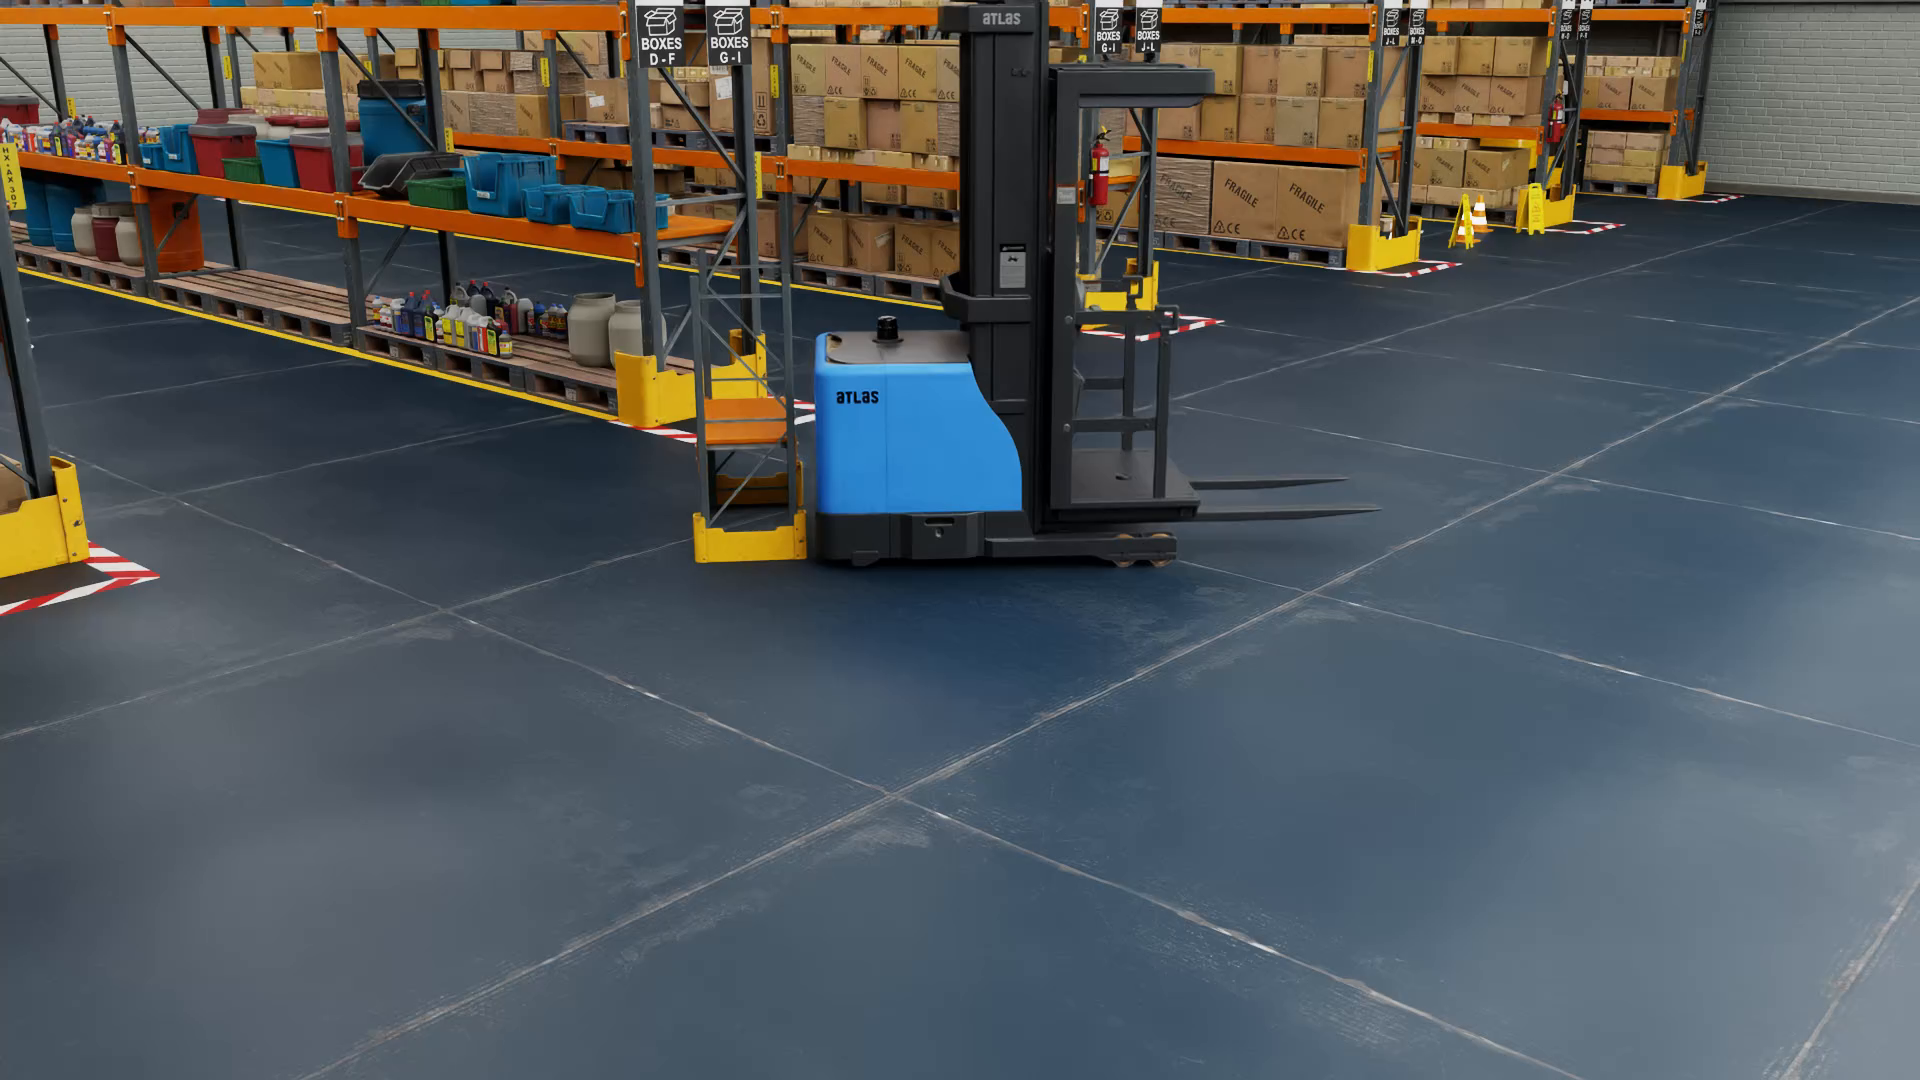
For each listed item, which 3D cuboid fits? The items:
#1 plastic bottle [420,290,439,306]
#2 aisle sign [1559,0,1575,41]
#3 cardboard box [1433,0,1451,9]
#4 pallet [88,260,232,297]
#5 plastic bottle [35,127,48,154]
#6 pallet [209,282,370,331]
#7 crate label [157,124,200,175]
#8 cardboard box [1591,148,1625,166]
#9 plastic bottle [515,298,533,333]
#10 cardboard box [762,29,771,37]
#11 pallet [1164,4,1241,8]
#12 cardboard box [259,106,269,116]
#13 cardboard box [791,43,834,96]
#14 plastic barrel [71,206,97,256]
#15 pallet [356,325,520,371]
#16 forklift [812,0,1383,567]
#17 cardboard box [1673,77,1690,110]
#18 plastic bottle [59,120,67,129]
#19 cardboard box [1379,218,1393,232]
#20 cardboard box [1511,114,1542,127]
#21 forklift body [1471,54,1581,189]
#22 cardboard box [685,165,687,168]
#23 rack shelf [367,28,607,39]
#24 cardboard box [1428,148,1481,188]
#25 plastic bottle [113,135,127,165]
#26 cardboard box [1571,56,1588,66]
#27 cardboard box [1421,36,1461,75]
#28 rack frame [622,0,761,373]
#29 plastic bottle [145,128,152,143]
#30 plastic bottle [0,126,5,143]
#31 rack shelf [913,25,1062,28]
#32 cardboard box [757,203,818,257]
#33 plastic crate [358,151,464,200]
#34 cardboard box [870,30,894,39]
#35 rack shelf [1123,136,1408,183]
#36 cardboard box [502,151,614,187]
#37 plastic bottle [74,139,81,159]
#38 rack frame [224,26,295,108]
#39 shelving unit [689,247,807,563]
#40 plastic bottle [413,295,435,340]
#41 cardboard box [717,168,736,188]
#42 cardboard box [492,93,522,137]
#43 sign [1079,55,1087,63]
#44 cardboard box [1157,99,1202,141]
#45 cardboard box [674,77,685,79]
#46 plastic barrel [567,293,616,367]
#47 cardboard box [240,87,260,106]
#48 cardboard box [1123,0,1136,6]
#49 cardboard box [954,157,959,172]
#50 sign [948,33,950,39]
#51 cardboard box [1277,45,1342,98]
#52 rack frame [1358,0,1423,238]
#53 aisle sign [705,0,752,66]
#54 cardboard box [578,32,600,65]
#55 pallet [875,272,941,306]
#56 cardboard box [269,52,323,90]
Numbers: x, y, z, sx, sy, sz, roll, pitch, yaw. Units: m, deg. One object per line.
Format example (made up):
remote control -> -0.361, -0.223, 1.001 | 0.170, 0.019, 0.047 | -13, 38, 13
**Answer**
plastic bottle -> -4.402, -1.891, 13.762 | 0.185, 0.351, 0.144 | 15, 23, 39
aisle sign -> 7.885, -6.887, 21.558 | 0.004, 0.787, 0.394 | 15, 23, 39
cardboard box -> 6.639, -7.308, 22.637 | 0.250, 0.149, 0.380 | 14, 22, 38
pallet -> -8.436, -2.790, 17.553 | 1.213, 0.211, 1.003 | 15, 23, 39
plastic bottle -> -9.851, -4.302, 17.915 | 0.135, 0.276, 0.152 | 15, 23, 39
pallet -> -6.356, -2.232, 15.794 | 1.213, 0.211, 1.003 | 15, 23, 39
crate label -> -7.255, -3.726, 15.836 | 0.616, 0.435, 0.502 | 15, 23, 39
cardboard box -> 10.383, -6.108, 26.425 | 0.500, 0.250, 0.500 | 15, 23, 39
plastic bottle -> -3.649, -1.877, 13.844 | 0.135, 0.276, 0.152 | 16, 23, 40
cardboard box -> -3.493, -9.524, 31.272 | 0.250, 0.149, 0.380 | 16, 24, 41
pallet -> 3.870, -8.225, 25.423 | 1.003, 0.211, 1.213 | 15, 23, 39
cardboard box -> -10.083, -6.329, 24.510 | 0.250, 0.149, 0.380 | 14, 23, 38
cardboard box -> -1.371, -4.806, 16.985 | 0.500, 0.500, 0.500 | 15, 23, 39
plastic barrel -> -9.522, -3.399, 18.281 | 0.421, 0.512, 0.421 | 0, 18, 0
pallet -> -4.352, -1.693, 14.099 | 1.213, 0.211, 1.003 | 15, 23, 39
forklift -> 0.731, -1.418, 8.734 | 3.031, 2.935, 1.130 | -1, 18, -4
cardboard box -> 11.137, -7.060, 26.234 | 0.500, 0.500, 0.500 | 16, 24, 41
plastic bottle -> -10.301, -4.708, 19.193 | 0.135, 0.276, 0.152 | 15, 23, 39
cardboard box -> 5.710, -4.174, 22.017 | 0.380, 0.149, 0.250 | -6, 18, -18
cardboard box -> 7.609, -5.633, 22.319 | 0.250, 0.149, 0.380 | 16, 24, 41
forklift body -> 8.694, -6.414, 25.765 | 1.214, 2.155, 2.313 | 15, 23, 39
cardboard box -> -4.462, -6.154, 27.072 | 0.250, 0.149, 0.380 | 15, 23, 40
rack shelf -> -6.026, -6.579, 21.114 | 4.000, 0.370, 1.077 | 15, 23, 39
cardboard box -> 6.866, -5.179, 23.084 | 0.500, 0.500, 0.500 | 16, 24, 41
plastic bottle -> -8.404, -3.899, 16.632 | 0.133, 0.283, 0.061 | 15, 23, 39
cardboard box -> 9.894, -7.607, 26.392 | 0.250, 0.149, 0.380 | 16, 23, 40
cardboard box -> 6.681, -6.628, 22.728 | 0.500, 0.500, 0.700 | 15, 23, 39
rack frame -> -1.835, -2.364, 11.601 | 0.127, 3.000, 1.000 | 15, 23, 39
plastic bottle -> -8.687, -4.284, 17.864 | 0.097, 0.271, 0.097 | 0, 18, 0
plastic bottle -> -10.719, -4.521, 18.590 | 0.133, 0.283, 0.061 | 15, 23, 39
rack shelf -> 0.852, -10.748, 34.250 | 4.000, 0.370, 1.077 | 15, 23, 39
cardboard box -> -1.984, -3.434, 18.378 | 0.500, 0.500, 0.700 | 13, 22, 35
plastic crate -> -4.519, -3.003, 13.719 | 0.504, 0.338, 0.767 | 15, 23, 39
cardboard box -> -1.386, -8.959, 29.492 | 0.250, 0.149, 0.380 | 14, 23, 38
rack shelf -> 3.325, -4.645, 19.978 | 4.000, 0.370, 1.077 | 15, 23, 39
cardboard box -> -5.033, -4.421, 20.903 | 0.875, 0.875, 1.225 | 14, 22, 37
plastic bottle -> -9.160, -4.070, 17.307 | 0.097, 0.201, 0.097 | 0, 18, 0
rack frame -> -10.514, -6.697, 25.255 | 0.127, 3.000, 1.000 | 15, 23, 39
shelving unit -> -1.159, -0.766, 9.047 | 0.587, 1.500, 1.083 | -2, 18, -6
plastic bottle -> -4.357, -1.820, 13.540 | 0.185, 0.351, 0.144 | 14, 22, 37
cardboard box -> -3.381, -5.690, 25.520 | 0.500, 0.500, 0.500 | 16, 24, 42
cardboard box -> -5.433, -5.283, 20.633 | 0.500, 0.500, 0.500 | 15, 23, 39
sign -> 1.070, -4.065, 14.526 | 0.005, 0.325, 0.100 | 15, 23, 39
cardboard box -> 2.865, -5.149, 20.130 | 0.550, 0.550, 0.875 | 15, 23, 39
cardboard box -> -4.165, -7.035, 25.548 | 0.250, 0.149, 0.380 | 15, 23, 40
plastic barrel -> -2.753, -1.594, 12.593 | 0.421, 0.512, 0.421 | 0, 18, 0
cardboard box -> -10.334, -6.610, 24.736 | 0.500, 0.250, 0.500 | 14, 23, 38
cardboard box -> 1.264, -4.998, 15.190 | 0.500, 0.250, 0.500 | 16, 24, 41
cardboard box -> 0.157, -3.622, 15.982 | 0.250, 0.149, 0.380 | 15, 23, 39
sign -> -0.261, -10.887, 36.020 | 0.005, 0.325, 0.100 | 15, 23, 39
cardboard box -> 4.096, -5.345, 18.962 | 0.550, 0.550, 0.875 | 15, 23, 39
rack frame -> 4.821, -4.586, 18.604 | 0.127, 3.000, 1.000 | 15, 23, 39
aisle sign -> -1.586, -3.655, 11.371 | 0.004, 0.787, 0.394 | 15, 23, 39
cardboard box -> -5.847, -8.004, 27.062 | 0.500, 0.500, 0.500 | 14, 22, 38
pallet -> -0.096, -2.587, 16.913 | 1.213, 0.211, 1.003 | 15, 23, 39
cardboard box -> -9.569, -6.764, 23.983 | 0.500, 0.500, 0.500 | 14, 23, 38
